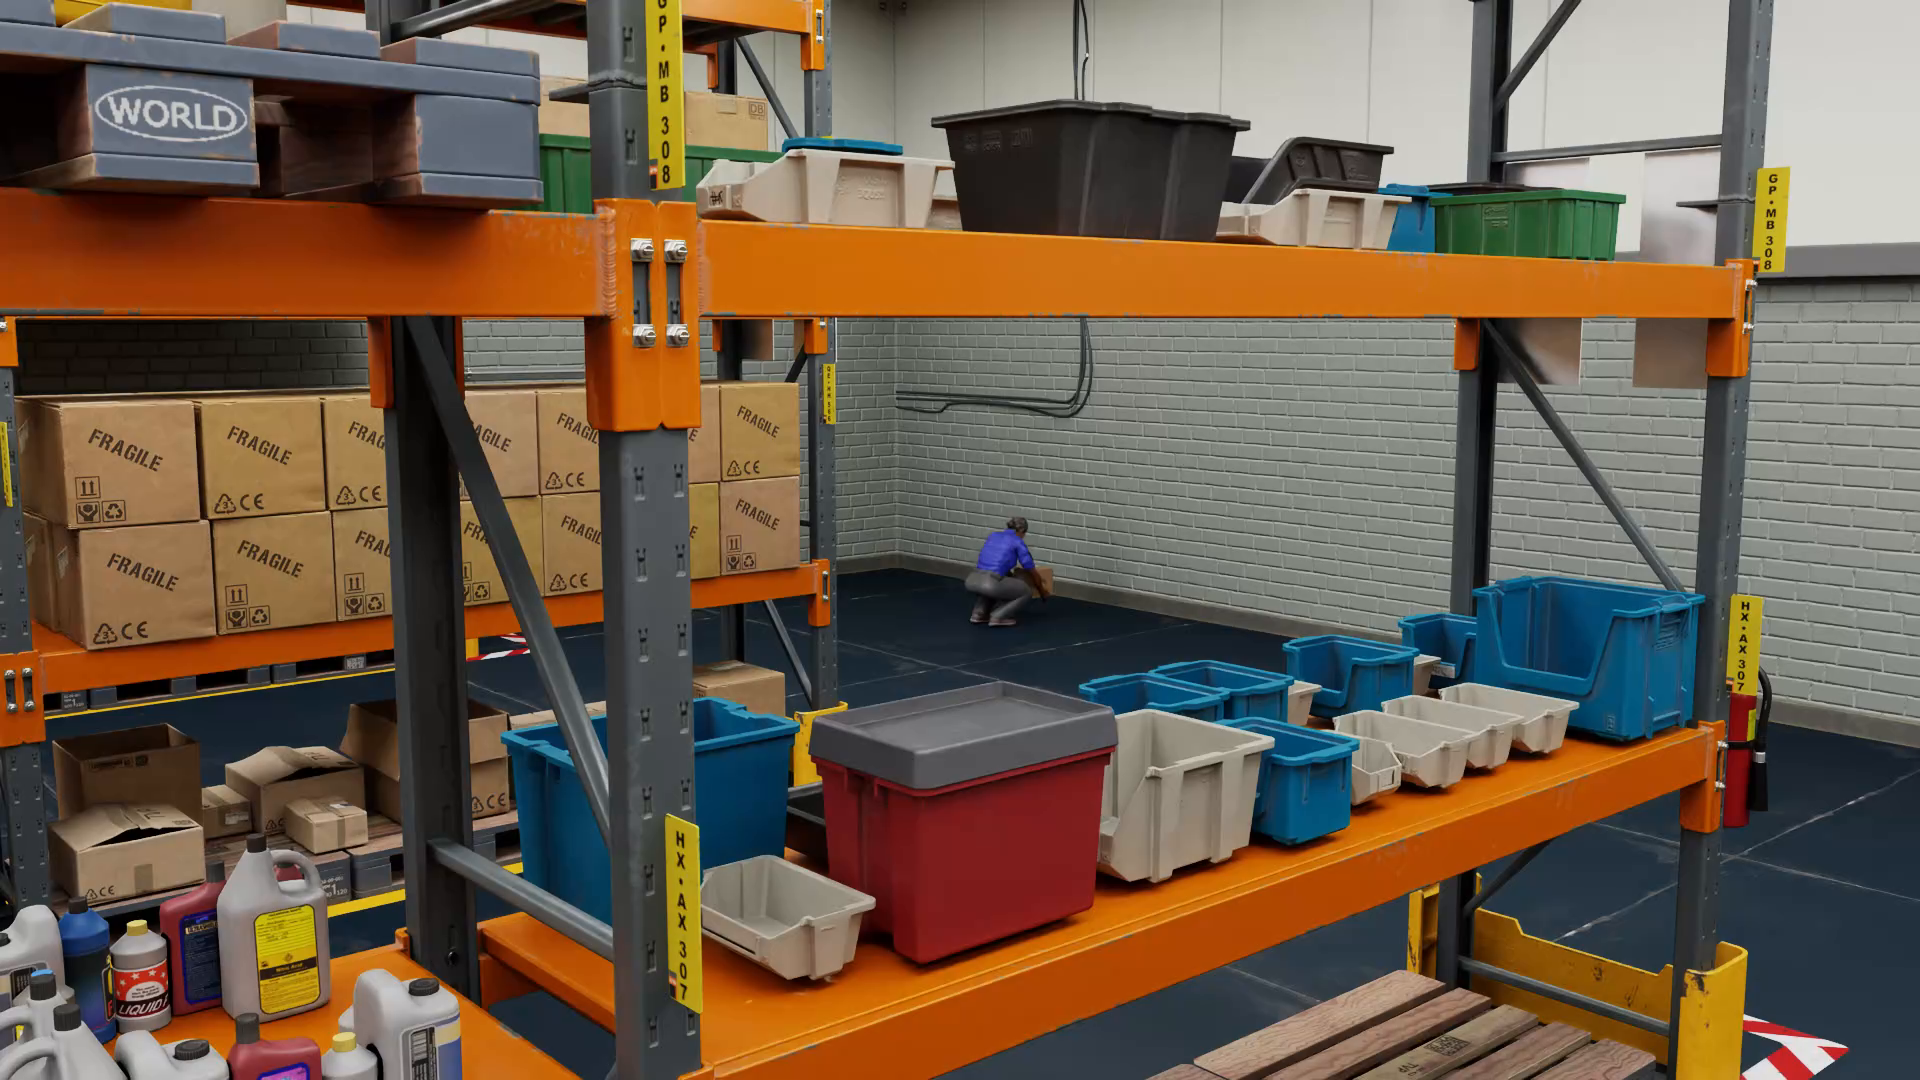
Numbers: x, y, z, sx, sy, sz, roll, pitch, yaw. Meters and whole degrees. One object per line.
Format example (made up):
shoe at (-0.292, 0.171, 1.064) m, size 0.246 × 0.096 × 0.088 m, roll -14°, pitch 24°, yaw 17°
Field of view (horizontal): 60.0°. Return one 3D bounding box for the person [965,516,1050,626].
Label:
person at (0.408, 0.272, 14.610) m, size 0.826 × 0.925 × 0.489 m, roll -7°, pitch 10°, yaw -41°
